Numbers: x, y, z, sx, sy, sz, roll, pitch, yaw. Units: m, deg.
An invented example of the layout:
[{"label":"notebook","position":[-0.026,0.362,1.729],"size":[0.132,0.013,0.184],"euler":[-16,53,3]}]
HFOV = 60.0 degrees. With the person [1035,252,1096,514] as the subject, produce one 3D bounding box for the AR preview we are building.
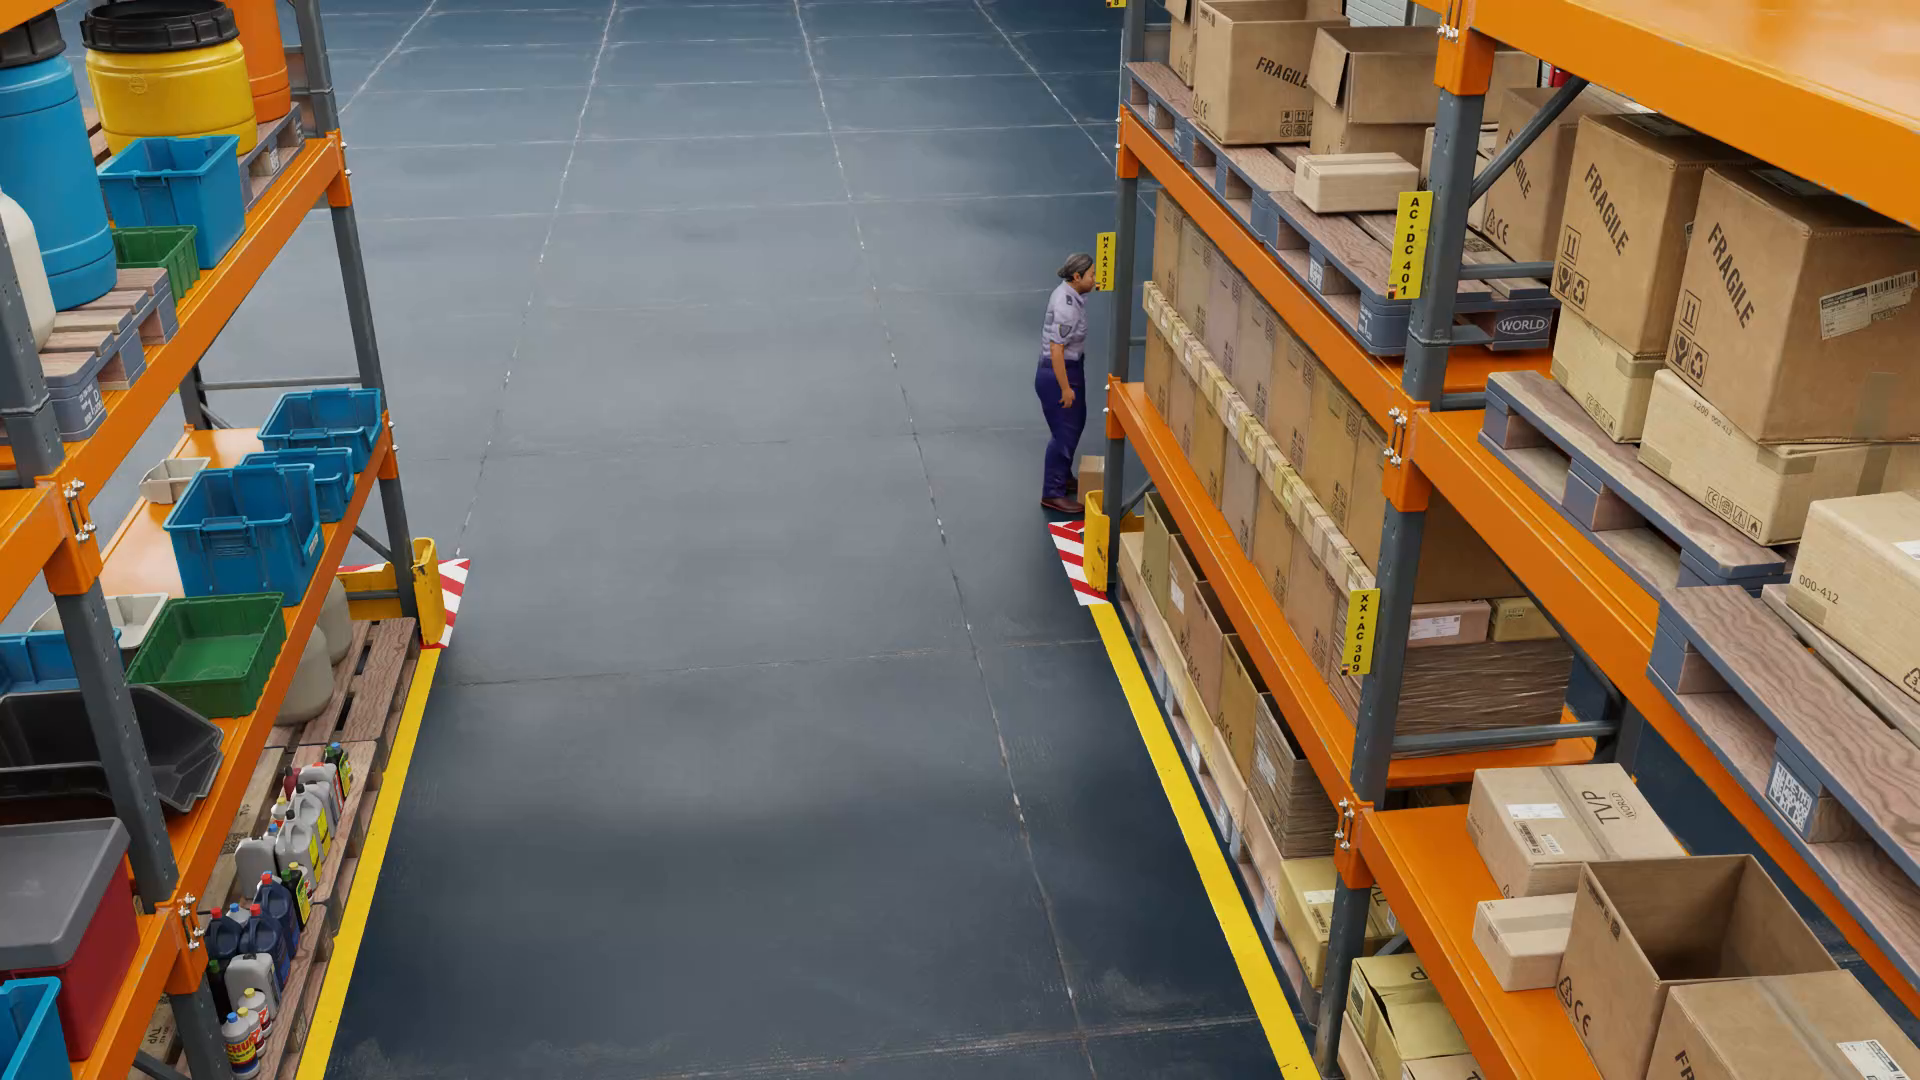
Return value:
[{"label":"person","position":[0.672,-1.028,10.618],"size":[0.373,1.650,0.558],"euler":[4,28,8]}]
